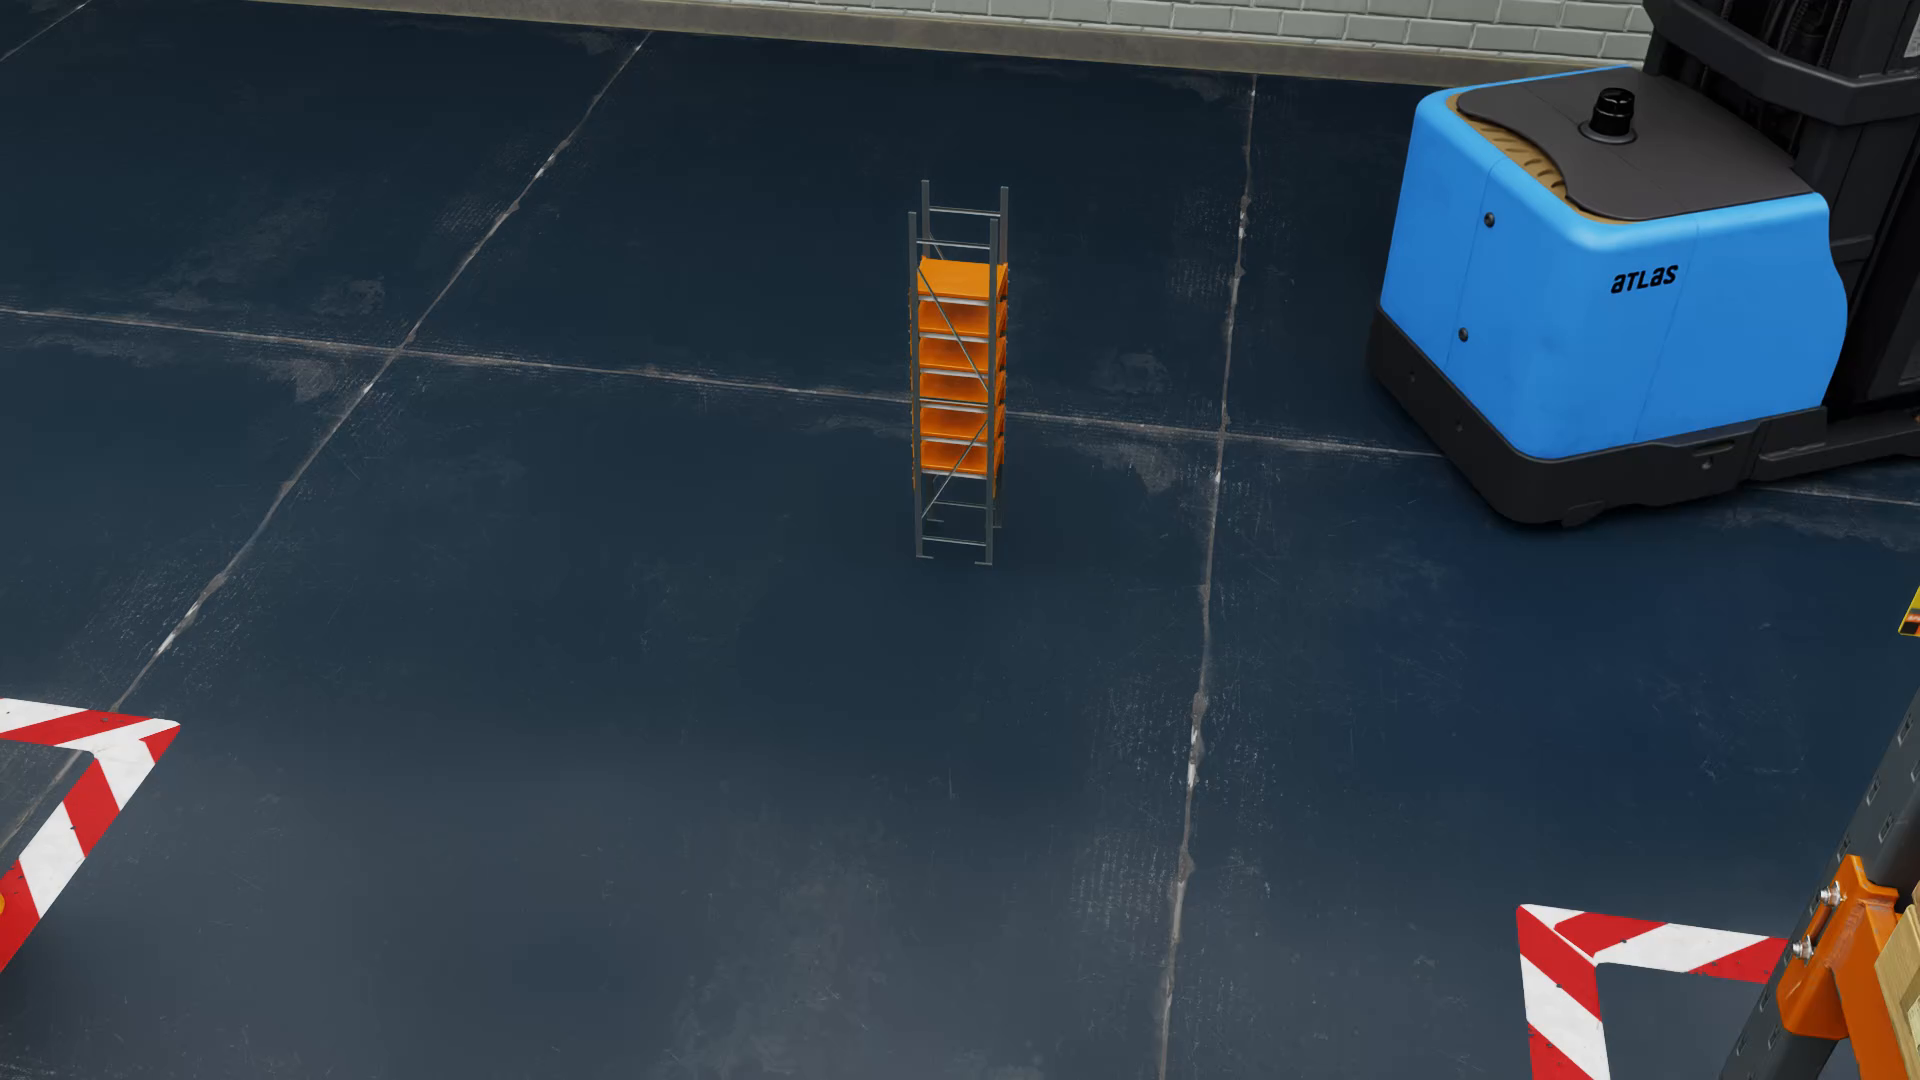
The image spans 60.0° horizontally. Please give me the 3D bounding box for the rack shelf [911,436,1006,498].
[{"bbox_3d":[-0.003,-0.234,5.038,0.258,0.103,0.180,6,40,8],"label":"rack shelf"}]

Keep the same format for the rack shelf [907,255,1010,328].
[{"bbox_3d":[-0.002,-0.697,4.656,0.258,0.103,0.180,6,40,8],"label":"rack shelf"}]

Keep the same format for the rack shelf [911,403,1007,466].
[{"bbox_3d":[-0.002,-0.327,4.961,0.258,0.103,0.180,6,40,8],"label":"rack shelf"}]

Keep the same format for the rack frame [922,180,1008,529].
[{"bbox_3d":[0.013,-0.511,4.926,0.240,1.200,0.006,6,40,8],"label":"rack frame"}]

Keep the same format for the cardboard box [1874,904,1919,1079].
[{"bbox_3d":[1.510,0.667,2.286,0.380,0.149,0.250,6,40,7],"label":"cardboard box"}]

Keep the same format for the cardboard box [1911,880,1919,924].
[{"bbox_3d":[1.539,0.501,1.978,0.500,0.500,0.500,8,40,10],"label":"cardboard box"}]

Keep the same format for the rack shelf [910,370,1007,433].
[{"bbox_3d":[-0.002,-0.419,4.885,0.258,0.103,0.180,6,40,8],"label":"rack shelf"}]

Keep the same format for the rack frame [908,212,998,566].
[{"bbox_3d":[-0.018,-0.396,4.787,0.240,1.200,0.006,6,40,8],"label":"rack frame"}]

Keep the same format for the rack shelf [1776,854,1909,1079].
[{"bbox_3d":[1.543,1.935,1.120,1.077,0.370,4.000,6,40,8],"label":"rack shelf"}]

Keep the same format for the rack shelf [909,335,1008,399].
[{"bbox_3d":[-0.002,-0.512,4.809,0.258,0.103,0.180,6,40,8],"label":"rack shelf"}]

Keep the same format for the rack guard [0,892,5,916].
[{"bbox_3d":[-2.974,0.741,3.961,1.175,0.500,0.348,6,40,8],"label":"rack guard"}]

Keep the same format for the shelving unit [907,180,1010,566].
[{"bbox_3d":[-0.002,-0.453,4.857,0.258,1.200,0.189,6,40,8],"label":"shelving unit"}]

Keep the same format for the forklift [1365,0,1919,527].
[{"bbox_3d":[3.012,-1.712,5.020,3.031,2.935,1.130,-11,41,-13],"label":"forklift"}]

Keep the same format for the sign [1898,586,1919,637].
[{"bbox_3d":[1.355,0.010,2.205,0.100,0.325,0.005,6,40,8],"label":"sign"}]

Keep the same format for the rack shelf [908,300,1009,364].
[{"bbox_3d":[-0.002,-0.604,4.732,0.258,0.103,0.180,6,40,8],"label":"rack shelf"}]
